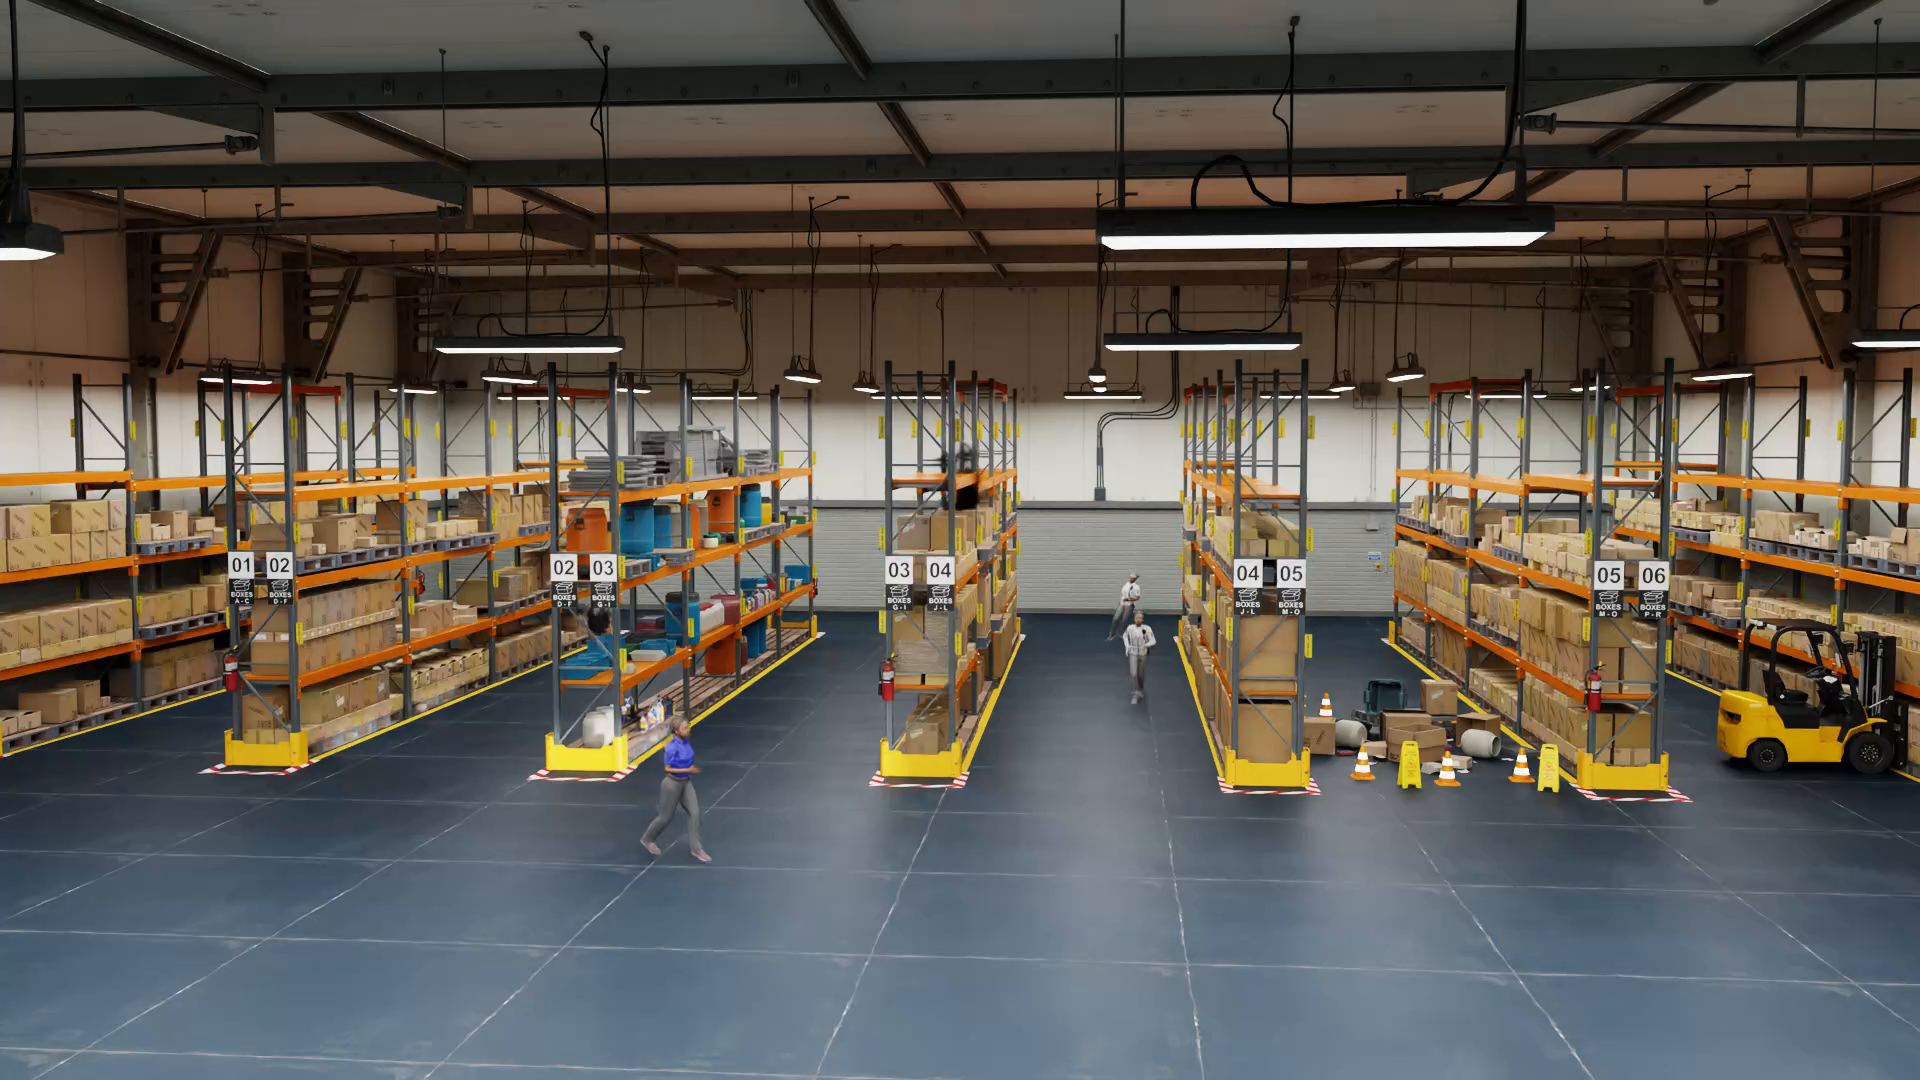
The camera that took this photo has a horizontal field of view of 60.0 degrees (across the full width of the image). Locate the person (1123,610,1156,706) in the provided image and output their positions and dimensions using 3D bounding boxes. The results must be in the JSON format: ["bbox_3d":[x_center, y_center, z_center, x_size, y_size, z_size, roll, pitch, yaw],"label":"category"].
[{"bbox_3d":[3.275,2.143,30.618,0.548,1.729,0.794,0,4,6],"label":"person"}]

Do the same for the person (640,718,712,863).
[{"bbox_3d":[-3.305,2.894,19.346,0.878,1.673,0.539,2,4,27],"label":"person"}]

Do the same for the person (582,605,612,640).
[{"bbox_3d":[-7.446,1.909,34.305,0.705,1.678,0.614,0,4,0],"label":"person"}]

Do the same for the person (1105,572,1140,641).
[{"bbox_3d":[3.920,1.593,39.531,0.708,1.679,0.687,4,5,44],"label":"person"}]
